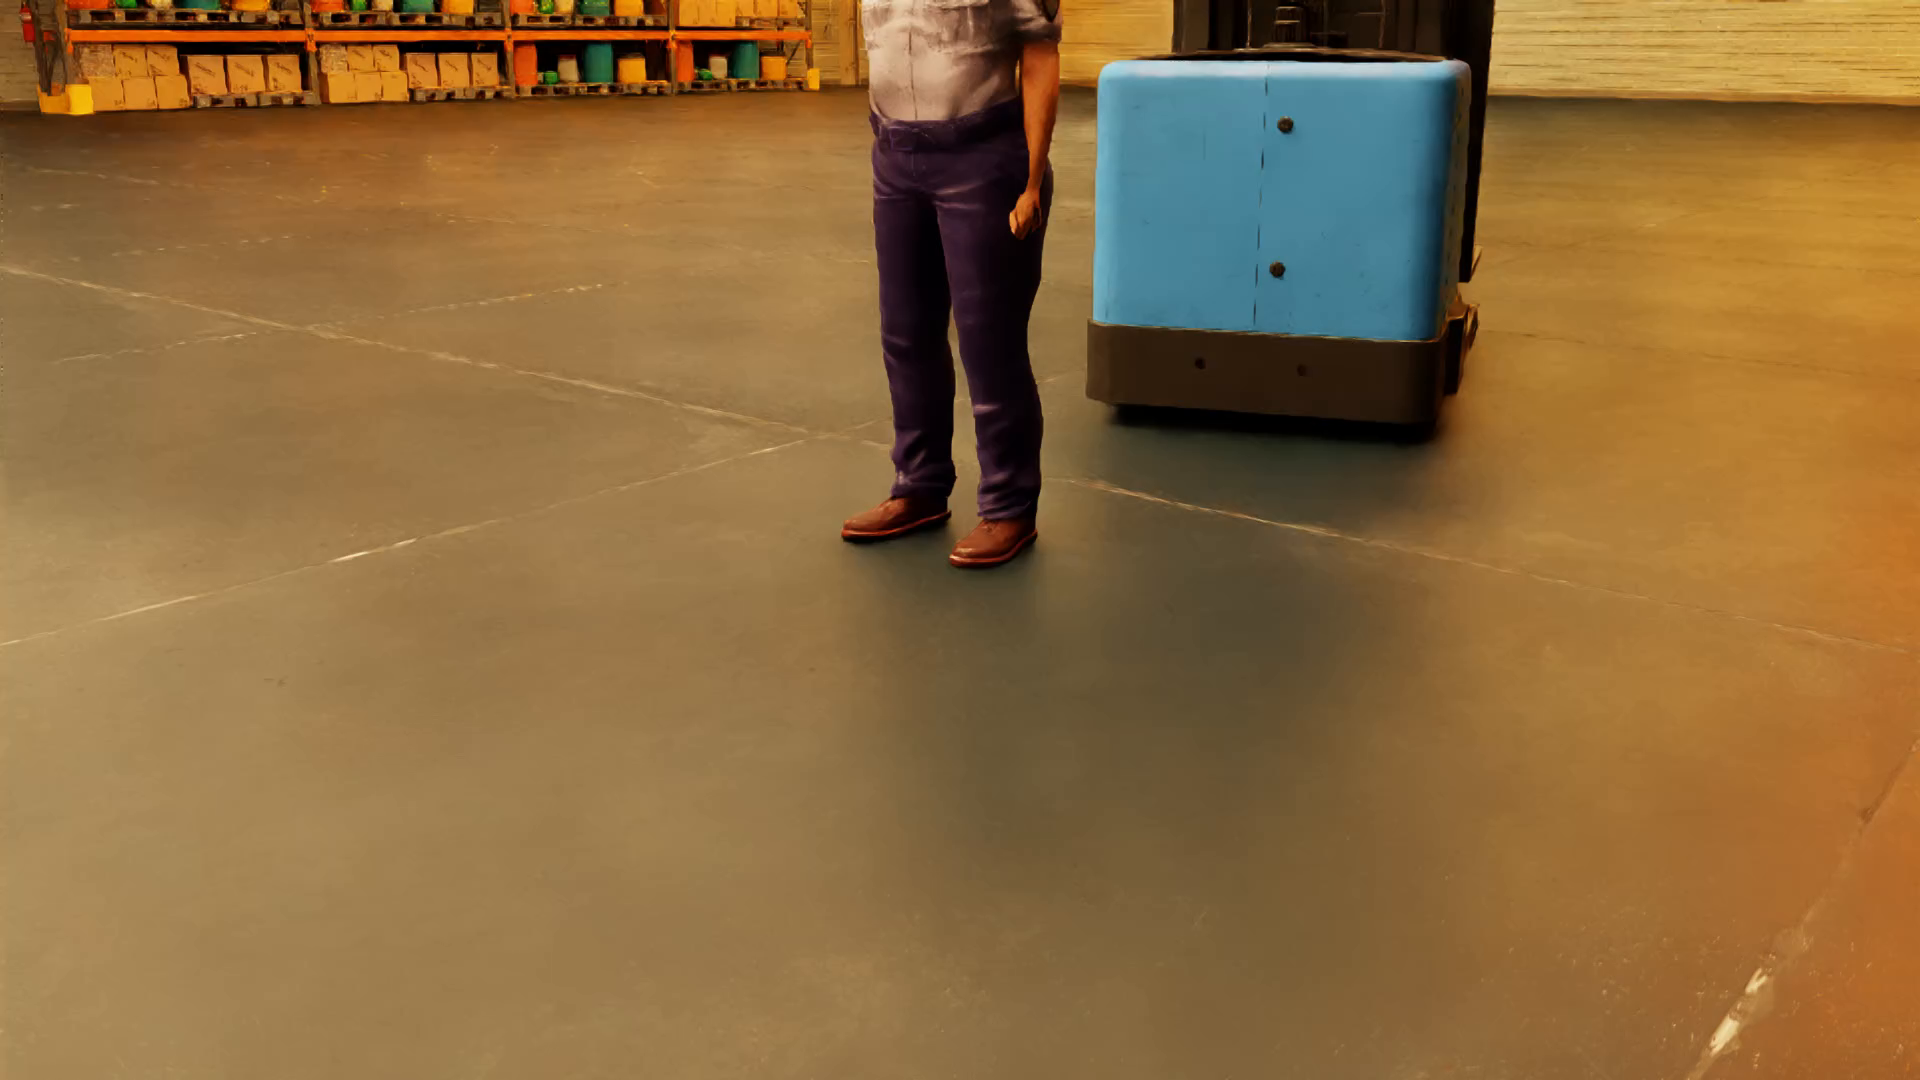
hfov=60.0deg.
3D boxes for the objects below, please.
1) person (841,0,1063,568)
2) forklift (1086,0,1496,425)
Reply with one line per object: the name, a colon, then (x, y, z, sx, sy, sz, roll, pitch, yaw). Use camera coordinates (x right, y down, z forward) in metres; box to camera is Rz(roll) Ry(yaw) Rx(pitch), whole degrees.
person: (-0.016, -0.776, 3.699, 0.480, 1.635, 0.349, 13, 21, 37)
forklift: (1.364, -2.126, 5.898, 1.130, 2.935, 3.031, 6, 18, 19)
